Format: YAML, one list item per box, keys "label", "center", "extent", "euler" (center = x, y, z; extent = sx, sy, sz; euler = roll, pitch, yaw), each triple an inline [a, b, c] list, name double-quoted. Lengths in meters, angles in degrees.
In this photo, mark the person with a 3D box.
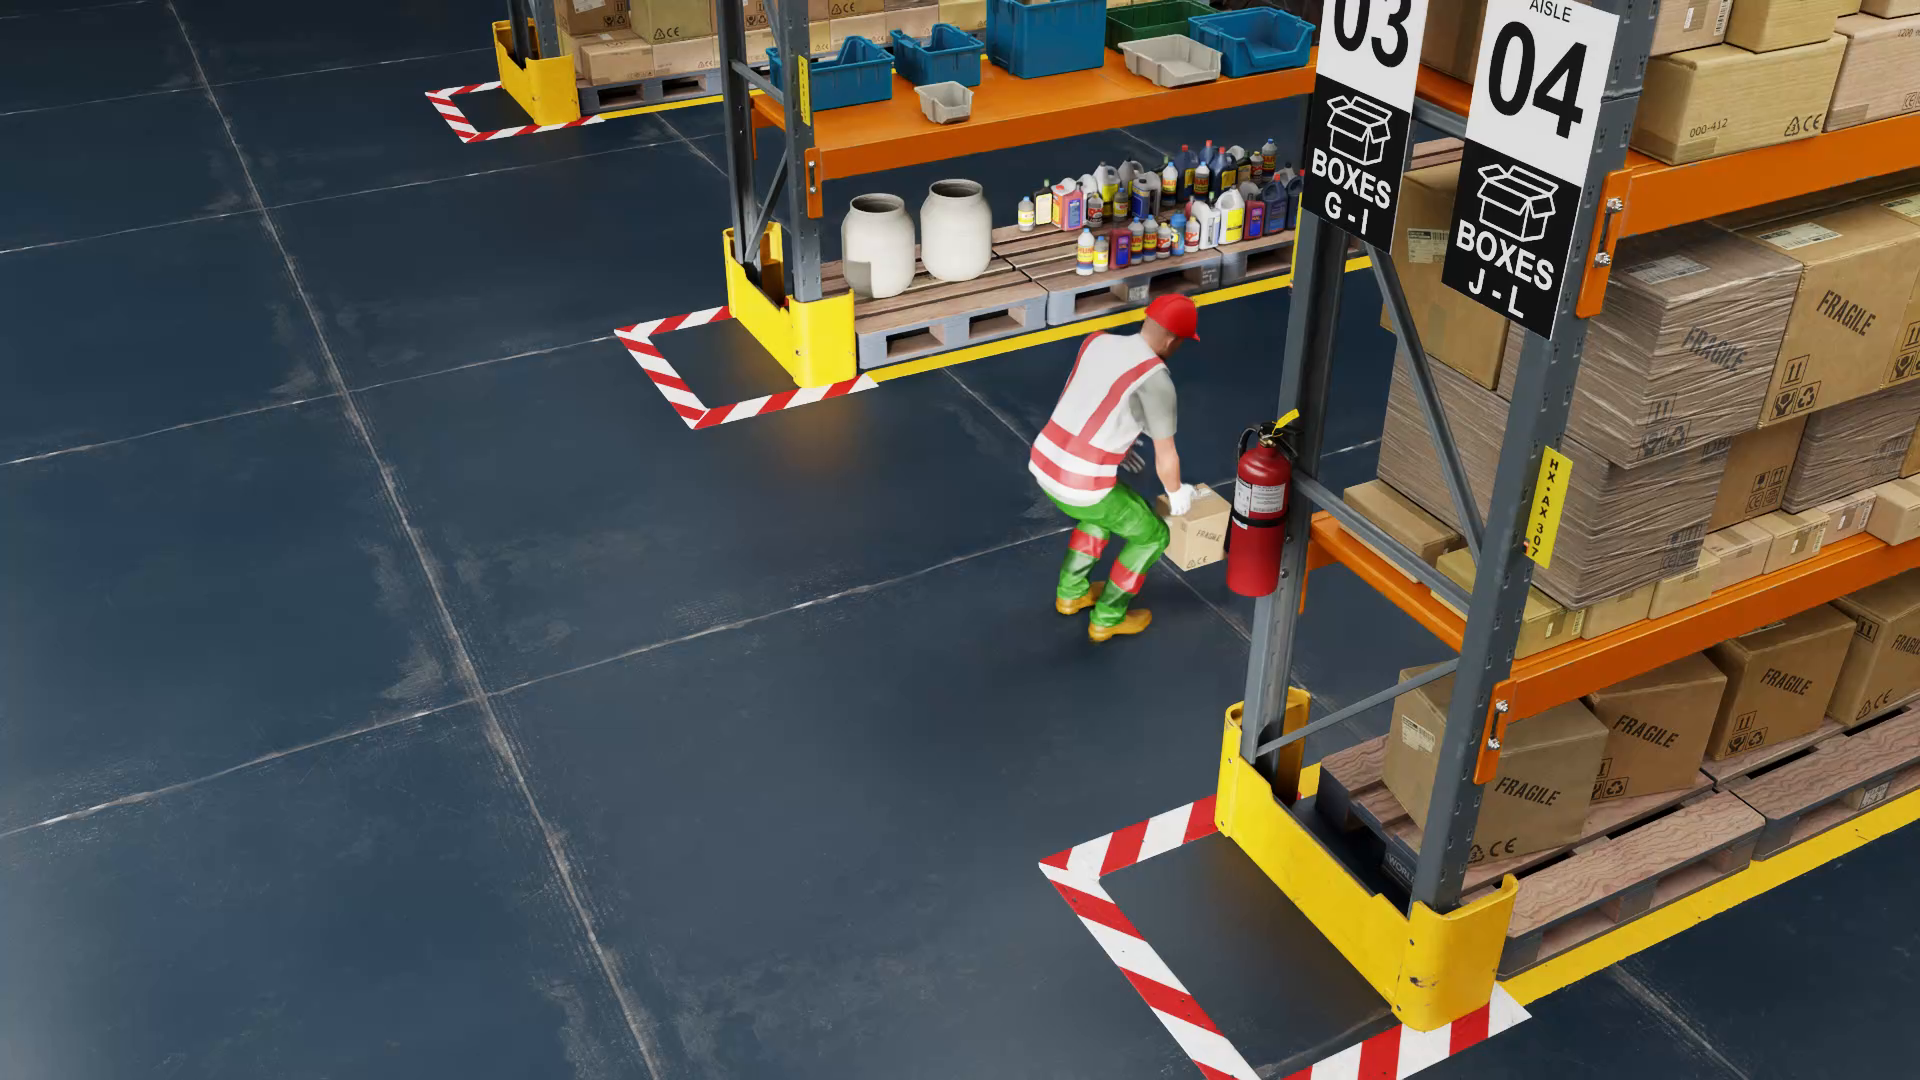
- label: "person"
  center: [0.637, -0.309, 6.917]
  extent: [0.748, 1.443, 0.583]
  euler: [-16, 36, -23]
